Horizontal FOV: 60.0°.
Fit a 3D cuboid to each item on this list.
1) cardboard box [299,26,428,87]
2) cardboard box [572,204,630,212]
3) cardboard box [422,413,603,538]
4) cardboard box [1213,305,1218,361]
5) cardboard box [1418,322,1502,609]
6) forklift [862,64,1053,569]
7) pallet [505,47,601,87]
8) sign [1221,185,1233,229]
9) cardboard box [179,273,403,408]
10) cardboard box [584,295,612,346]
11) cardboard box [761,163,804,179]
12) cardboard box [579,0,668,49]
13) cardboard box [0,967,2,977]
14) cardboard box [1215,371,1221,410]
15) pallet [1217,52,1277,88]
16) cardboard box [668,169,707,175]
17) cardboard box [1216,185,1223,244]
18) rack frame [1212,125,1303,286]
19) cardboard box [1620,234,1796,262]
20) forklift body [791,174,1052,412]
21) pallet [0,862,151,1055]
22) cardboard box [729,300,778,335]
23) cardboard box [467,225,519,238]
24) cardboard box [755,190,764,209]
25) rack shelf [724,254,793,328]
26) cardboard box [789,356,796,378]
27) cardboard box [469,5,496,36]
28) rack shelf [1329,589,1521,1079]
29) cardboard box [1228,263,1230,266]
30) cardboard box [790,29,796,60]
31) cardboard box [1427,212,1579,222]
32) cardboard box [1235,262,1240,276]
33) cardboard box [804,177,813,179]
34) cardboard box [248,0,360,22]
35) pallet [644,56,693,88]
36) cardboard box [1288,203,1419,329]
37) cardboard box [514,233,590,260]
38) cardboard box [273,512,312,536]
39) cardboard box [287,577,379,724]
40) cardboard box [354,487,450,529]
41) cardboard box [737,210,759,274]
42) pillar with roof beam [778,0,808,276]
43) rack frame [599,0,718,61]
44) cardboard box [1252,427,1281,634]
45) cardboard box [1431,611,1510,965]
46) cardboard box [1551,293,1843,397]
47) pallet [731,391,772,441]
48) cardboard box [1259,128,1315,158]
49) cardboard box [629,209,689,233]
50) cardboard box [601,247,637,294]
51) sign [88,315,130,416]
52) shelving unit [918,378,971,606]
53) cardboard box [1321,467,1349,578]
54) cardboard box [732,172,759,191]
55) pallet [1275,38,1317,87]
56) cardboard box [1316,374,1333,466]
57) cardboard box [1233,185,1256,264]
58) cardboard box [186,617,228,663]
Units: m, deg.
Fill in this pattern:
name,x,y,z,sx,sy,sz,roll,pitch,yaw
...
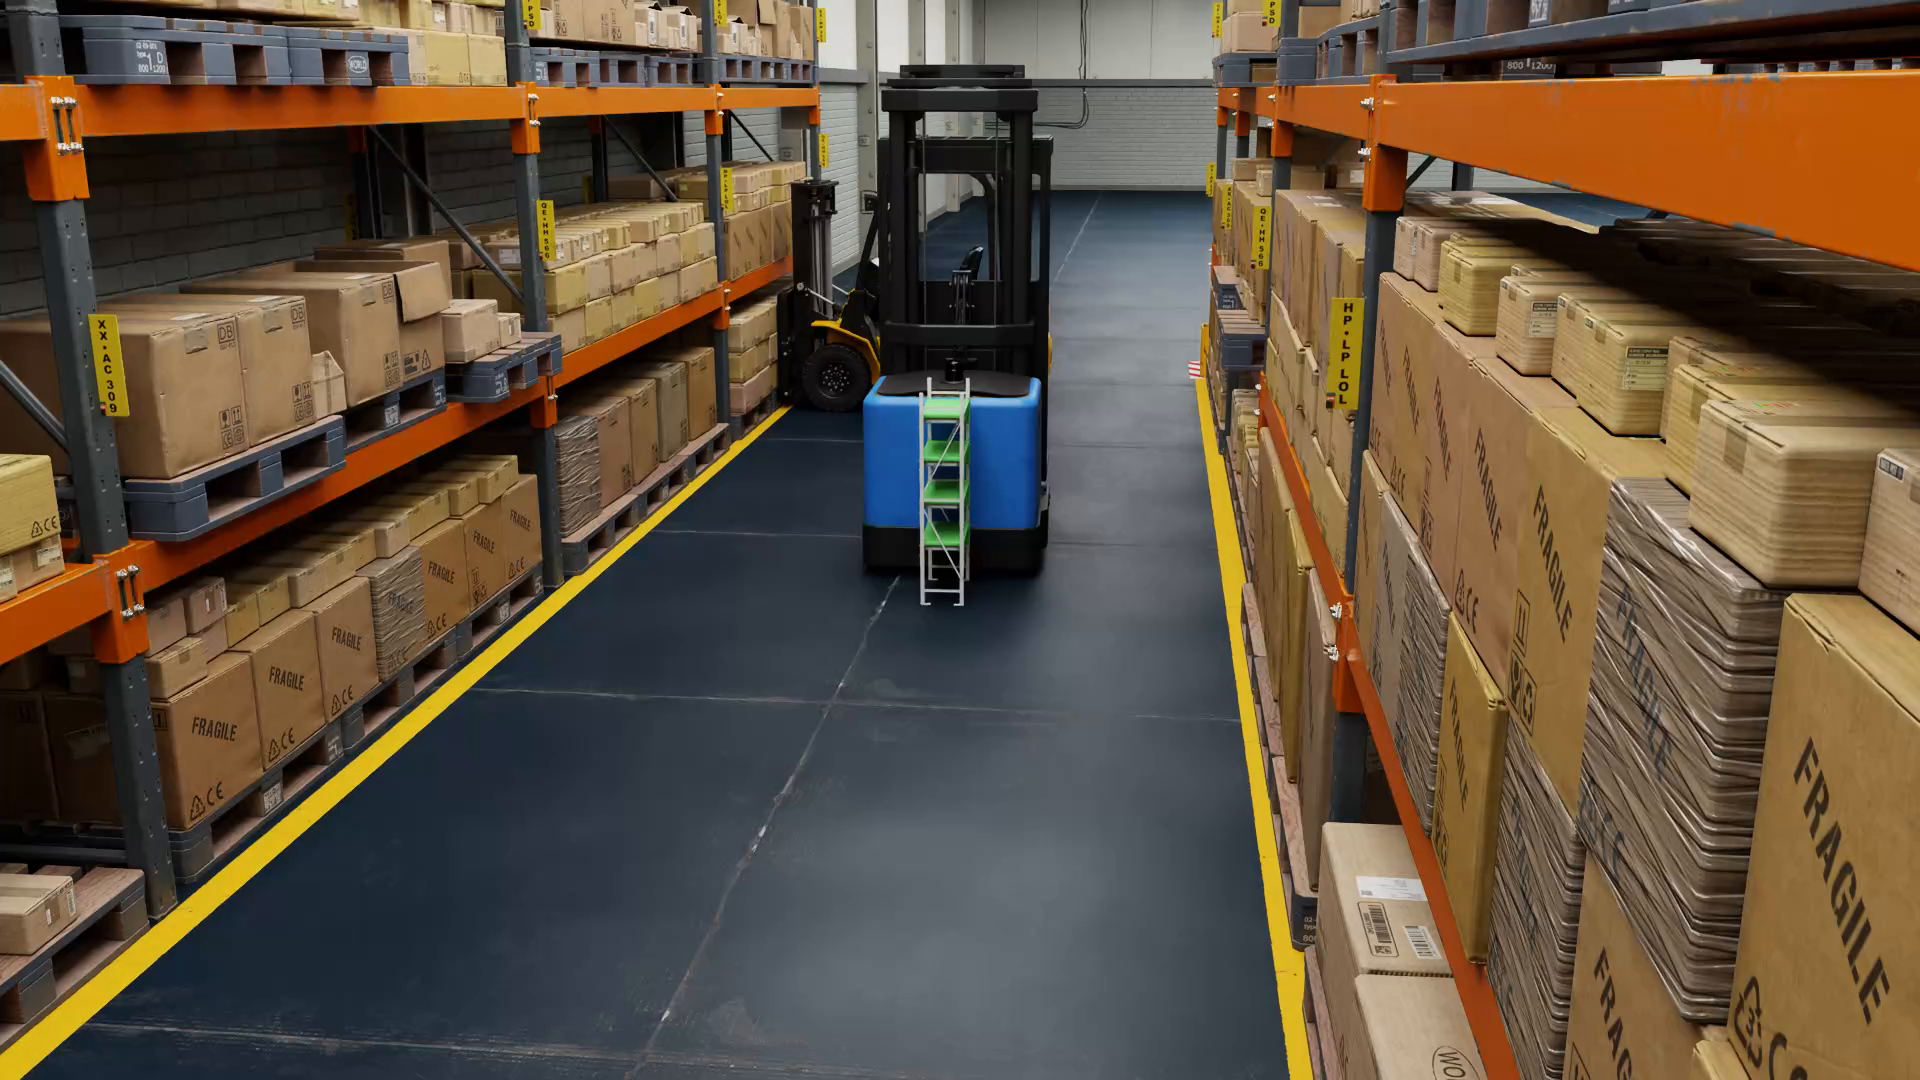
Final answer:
name,x,y,z,sx,sy,sz,roll,pitch,yaw
cardboard box,-2.743,-2.166,7.466,0.500,0.250,0.500,2,15,6
cardboard box,-2.697,-2.437,12.493,0.380,0.149,0.250,1,15,4
cardboard box,-2.730,-0.409,10.171,0.875,0.625,0.625,2,15,8
cardboard box,2.534,-1.885,14.913,0.500,0.500,0.500,2,15,7
cardboard box,1.241,-0.159,3.398,0.500,0.500,0.500,2,15,7
forklift,0.044,-1.578,10.881,1.130,2.935,3.031,1,15,4
pallet,-2.826,-2.726,9.613,1.213,0.211,1.003,2,15,9
sign,2.030,-2.515,12.558,0.100,0.325,0.005,2,15,6
cardboard box,-2.841,-0.861,7.104,0.700,0.500,0.500,2,15,6
cardboard box,-2.459,-1.357,10.220,0.500,0.250,0.500,1,15,5
cardboard box,-1.739,-3.607,16.250,0.380,0.149,0.250,2,15,6
cardboard box,-2.288,-3.490,11.251,0.500,0.311,0.500,1,15,4
cardboard box,-3.076,1.209,4.876,0.396,0.266,0.258,2,15,8
cardboard box,2.420,-1.258,14.031,0.500,0.250,0.500,1,15,5
pallet,2.281,-3.014,10.676,1.213,0.211,1.003,2,15,6
cardboard box,-2.390,-3.221,14.823,0.380,0.149,0.250,2,15,8
cardboard box,2.581,-2.931,14.993,0.500,0.500,0.500,1,15,5
rack frame,3.022,-3.120,16.455,1.000,3.000,0.127,2,15,6
cardboard box,1.773,-0.633,3.908,0.380,0.149,0.250,2,15,6
forklift body,-0.312,-2.310,15.086,2.313,2.155,1.214,2,15,6
pallet,-3.343,1.371,5.188,1.003,0.211,1.213,2,15,6
cardboard box,-1.883,-1.964,14.727,0.500,0.250,0.500,2,15,8
cardboard box,-2.904,-1.910,10.546,0.380,0.149,0.250,2,15,6
cardboard box,-1.903,-2.930,14.317,0.380,0.149,0.250,2,15,6
rack shelf,-2.137,-2.400,15.168,1.077,0.370,4.000,2,15,6
cardboard box,-1.817,-1.616,15.356,0.500,0.250,0.500,2,15,8
cardboard box,-2.614,-2.660,8.529,0.380,0.149,0.250,2,15,7
rack shelf,1.442,0.858,3.121,1.077,0.370,4.000,2,15,6
cardboard box,2.325,-2.119,13.233,0.380,0.149,0.250,2,15,8
cardboard box,-1.731,-4.610,15.480,0.396,0.266,0.258,2,15,6
cardboard box,2.144,-1.042,6.661,0.500,0.500,0.500,1,15,5
cardboard box,2.157,-1.966,11.863,0.380,0.149,0.250,2,15,7
cardboard box,-1.672,-3.529,16.532,0.380,0.149,0.250,2,15,7
cardboard box,-2.688,-2.196,6.776,0.380,0.149,0.250,2,15,8
pallet,-2.449,-3.355,11.942,0.805,0.209,1.217,1,15,4
cardboard box,1.700,-1.193,7.221,0.500,0.500,0.500,2,15,8
cardboard box,-2.453,-1.763,10.001,0.380,0.149,0.250,2,15,8
cardboard box,-3.275,-0.037,7.794,0.380,0.149,0.250,2,15,7
cardboard box,-2.876,0.464,7.184,0.500,0.500,0.500,1,15,5
cardboard box,-2.766,-0.159,8.244,0.380,0.149,0.250,2,15,8
cardboard box,-2.010,-2.519,14.041,0.500,0.500,0.500,2,15,7
pillar with roof beam,2.070,-7.437,20.926,9.100,9.000,0.400,2,15,6
rack frame,-2.362,-5.124,12.373,1.000,3.000,0.127,2,15,6
cardboard box,1.958,-0.046,8.351,0.875,0.875,0.875,2,15,6
cardboard box,1.173,0.450,3.058,0.500,0.500,0.500,2,15,8
cardboard box,1.195,-0.314,2.726,0.380,0.149,0.250,2,15,8
pallet,-2.231,-1.087,14.278,1.003,0.211,1.213,2,15,6
cardboard box,3.116,-3.525,15.275,0.700,0.500,0.500,2,15,7
cardboard box,-2.169,-2.293,11.961,0.380,0.149,0.250,1,15,5
cardboard box,-2.386,-1.733,10.653,0.500,0.250,0.500,1,15,5
sign,-2.725,-0.557,5.318,0.100,0.325,0.005,2,15,6
shelving unit,-0.082,-0.278,9.393,0.258,1.200,0.503,1,15,4
cardboard box,1.468,-0.059,5.423,0.500,0.250,0.500,1,15,5
cardboard box,-1.938,-3.076,14.287,0.380,0.149,0.250,1,15,5
pallet,2.099,-2.234,7.792,1.213,0.211,1.003,2,15,9
cardboard box,1.525,-0.428,5.829,0.500,0.250,0.500,2,15,8
cardboard box,2.107,-2.107,11.140,0.500,0.500,0.500,2,15,6
cardboard box,-3.006,0.378,6.259,0.380,0.149,0.250,1,15,5
